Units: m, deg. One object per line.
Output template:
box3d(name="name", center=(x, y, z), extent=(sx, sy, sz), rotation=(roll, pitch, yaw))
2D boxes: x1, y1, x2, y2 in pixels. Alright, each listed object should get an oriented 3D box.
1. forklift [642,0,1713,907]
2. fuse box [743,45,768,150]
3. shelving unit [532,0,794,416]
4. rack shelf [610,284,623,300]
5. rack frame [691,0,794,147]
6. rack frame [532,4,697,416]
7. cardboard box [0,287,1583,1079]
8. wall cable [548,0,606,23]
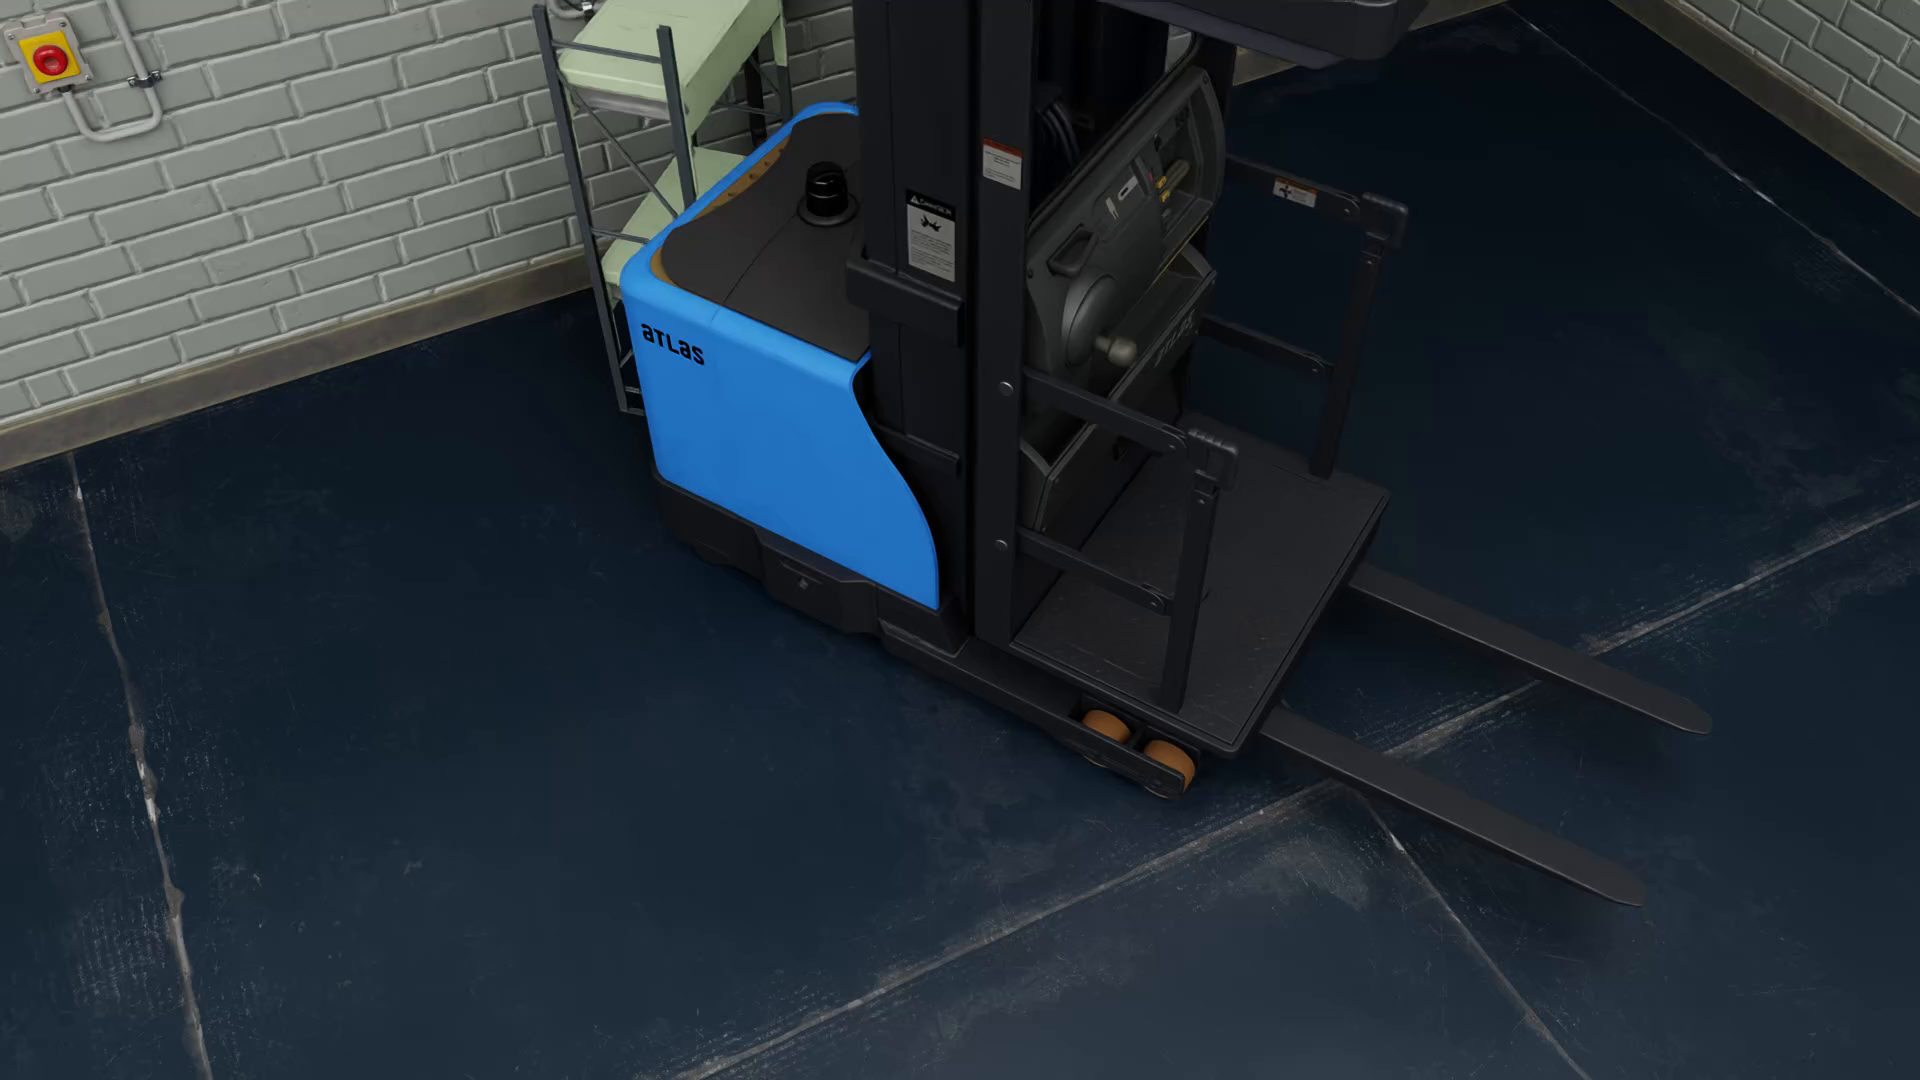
box3d(name="forklift", center=(0.623, -0.658, 3.937), extent=(2.937, 2.843, 1.107), rotation=(25, 53, 20))
box3d(name="fuse box", center=(-0.623, -1.612, 5.523), extent=(0.539, 1.711, 0.414), rotation=(-21, 52, -18))
box3d(name="shelving unit", center=(-0.846, -1.159, 5.235), extent=(0.400, 1.500, 0.755), rotation=(13, 50, 12))
box3d(name="rack shelf", center=(-0.844, -0.989, 5.425), extent=(0.332, 0.071, 0.664), rotation=(13, 50, 12))
box3d(name="rack frame", center=(-0.737, -1.420, 5.467), extent=(0.400, 1.500, 0.023), rotation=(13, 50, 12))
box3d(name="rack frame", center=(-0.955, -0.898, 5.003), extent=(0.400, 1.500, 0.023), rotation=(13, 50, 12))
box3d(name="cardboard box", center=(0.162, 3.641, 1.036), extent=(6.103, 1.550, 13.522), rotation=(-22, 52, -18))
box3d(name="wall cable", center=(-1.302, -2.241, 4.542), extent=(0.588, 1.984, 0.122), rotation=(-21, 52, -18))
